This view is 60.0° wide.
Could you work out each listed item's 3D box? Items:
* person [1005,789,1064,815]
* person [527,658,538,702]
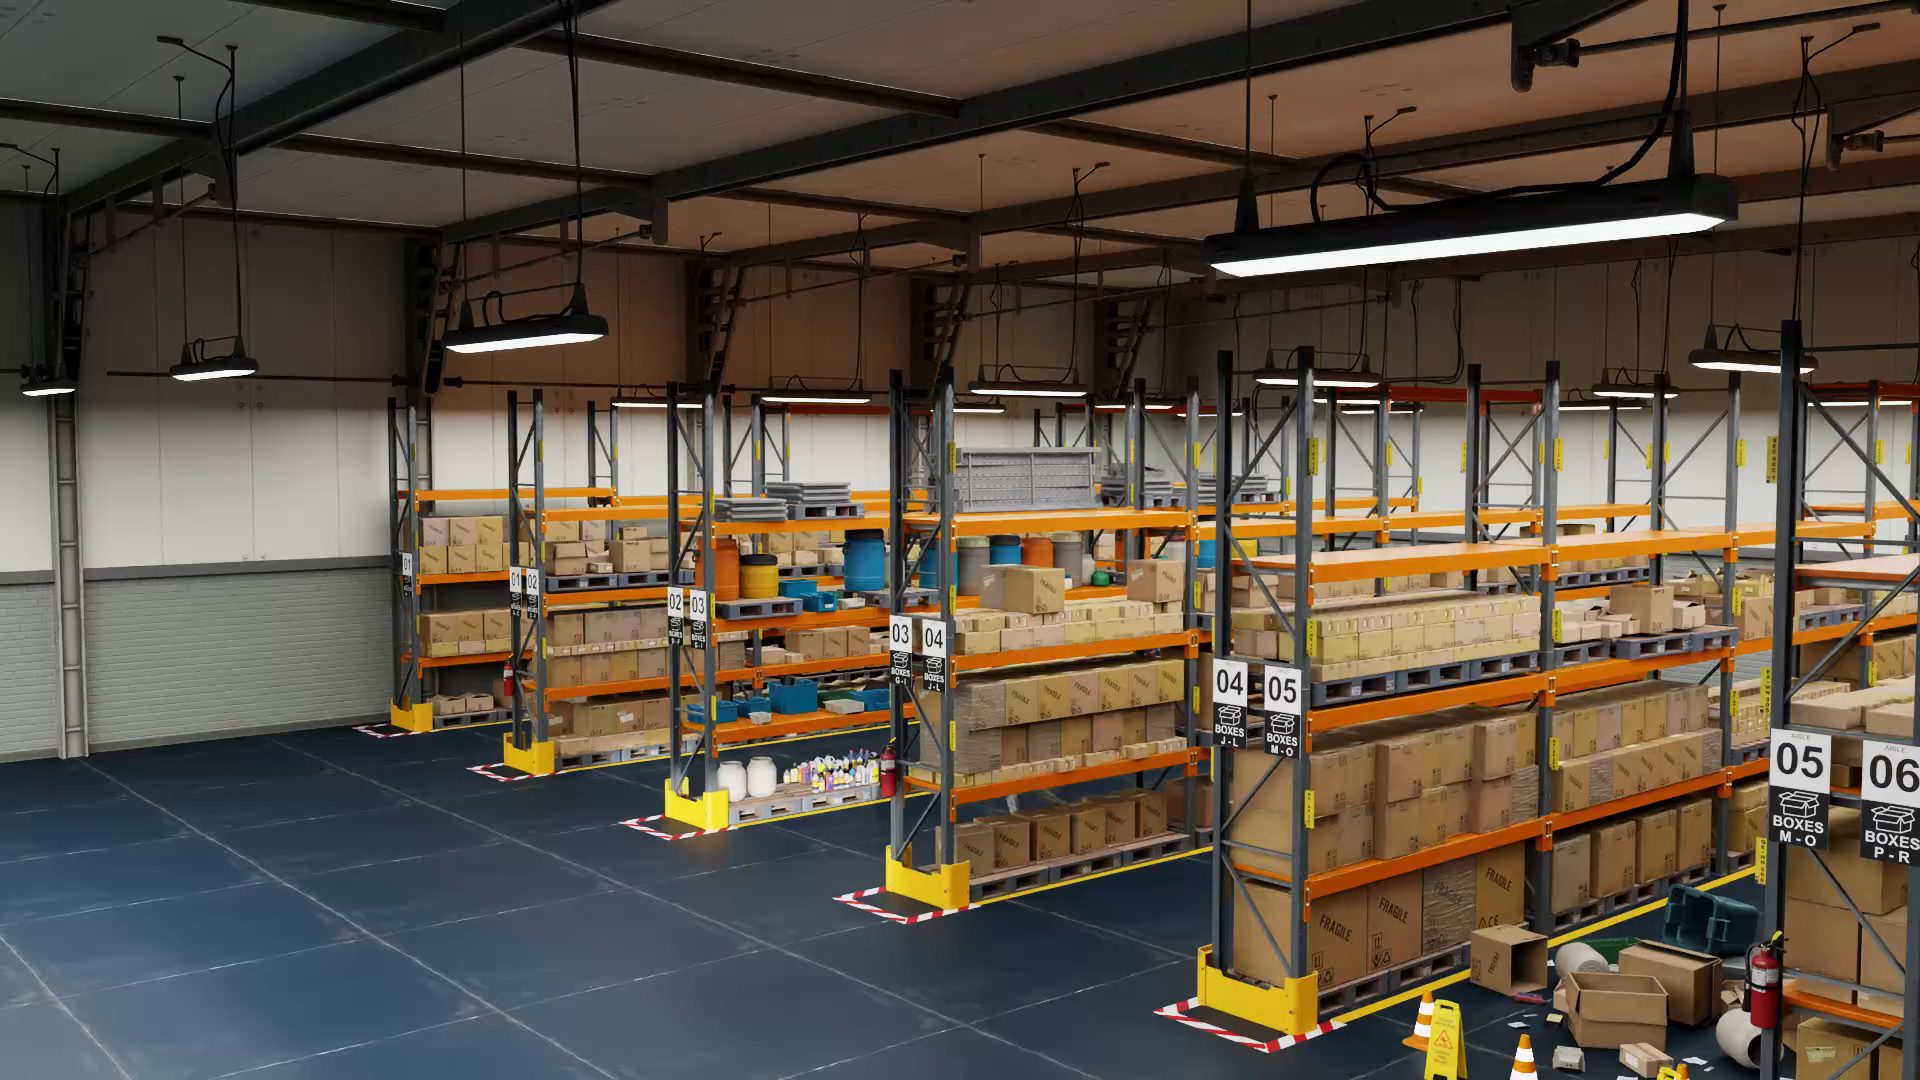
[{"bbox_3d":[0.976,3.045,22.171,1.103,1.633,0.698,-1,4,-19],"label":"person"},{"bbox_3d":[-7.287,2.607,29.278,0.659,1.719,0.572,1,3,15],"label":"person"}]
